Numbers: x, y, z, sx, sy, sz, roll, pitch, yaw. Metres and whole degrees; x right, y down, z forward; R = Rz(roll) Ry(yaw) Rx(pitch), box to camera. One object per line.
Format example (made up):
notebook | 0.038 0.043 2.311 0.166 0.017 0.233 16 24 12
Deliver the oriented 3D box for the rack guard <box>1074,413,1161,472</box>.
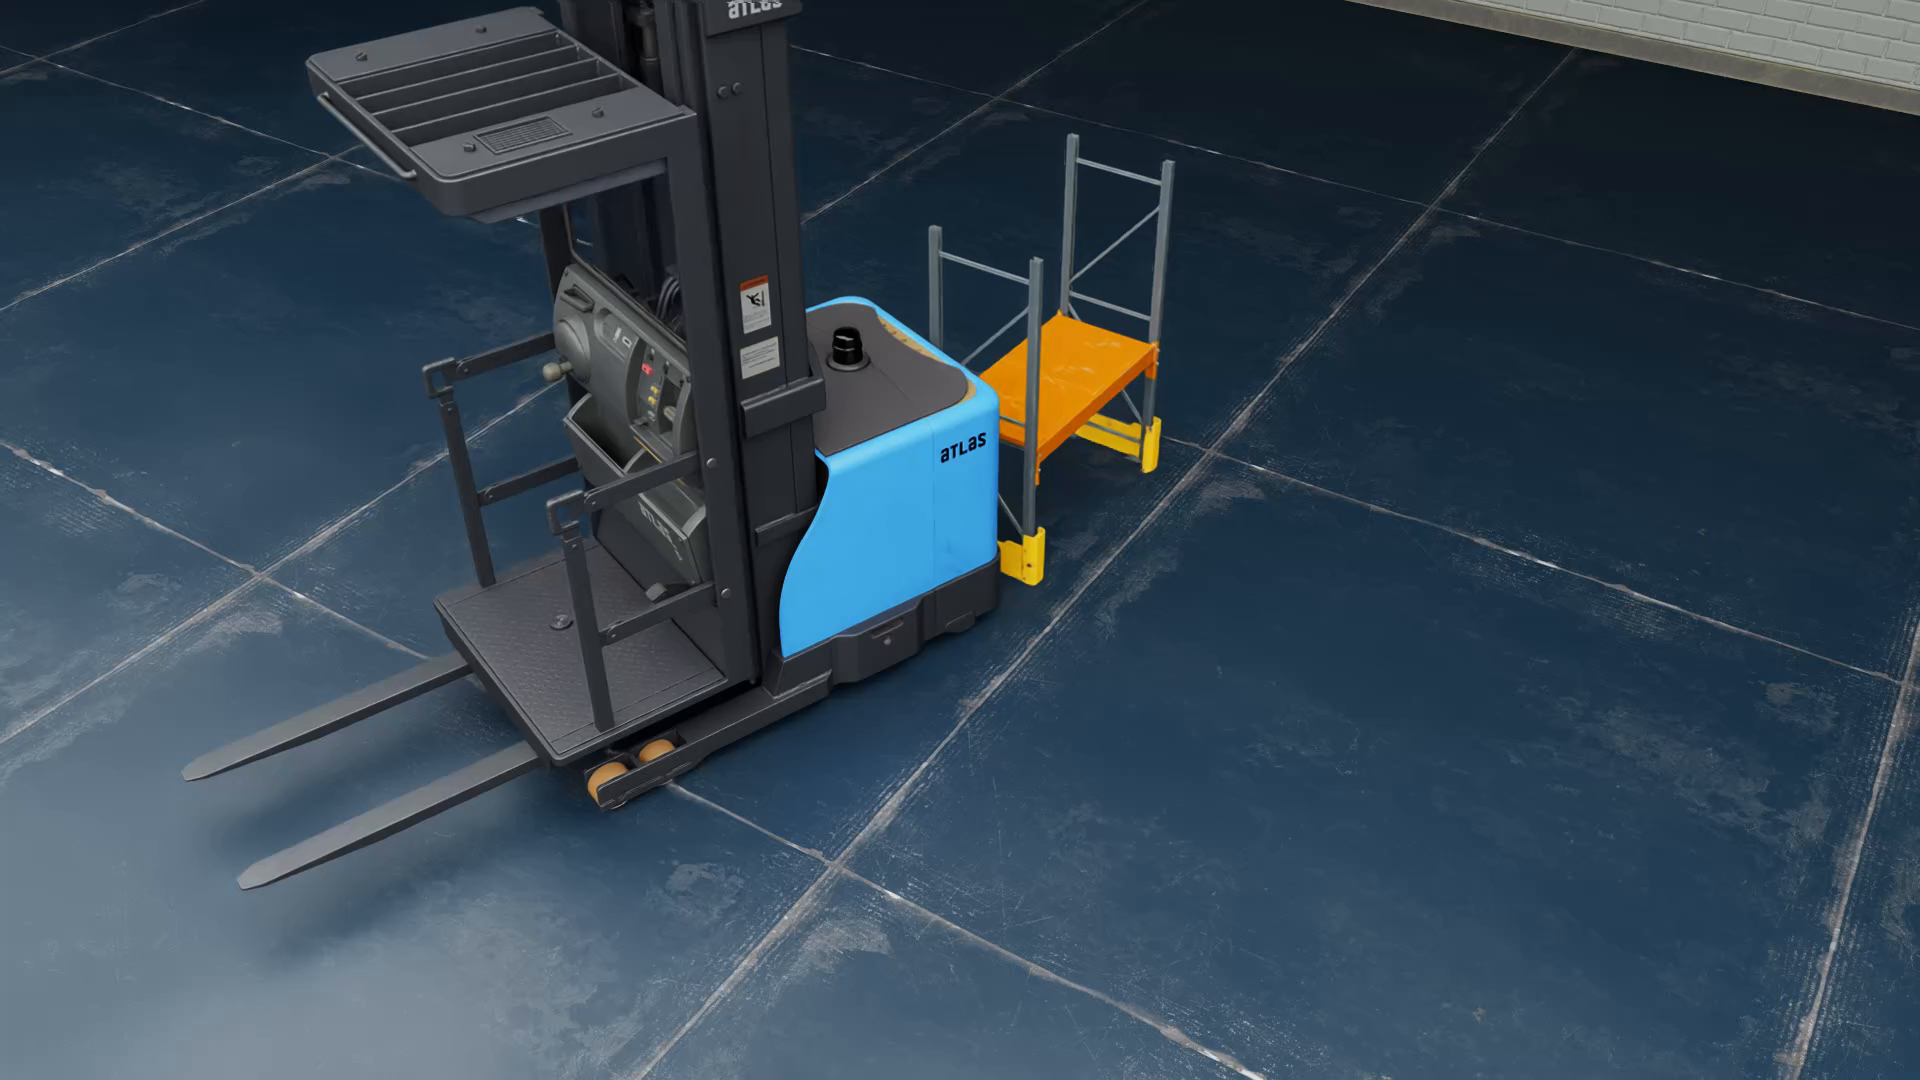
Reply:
rack guard | 0.655 -0.527 7.729 0.587 0.250 0.087 23 43 26

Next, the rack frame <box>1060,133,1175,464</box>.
rack frame | 0.666 -1.032 7.360 0.500 1.500 0.032 23 43 26

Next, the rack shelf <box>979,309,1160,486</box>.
rack shelf | 0.380 -0.633 7.137 0.538 0.185 1.000 23 43 26

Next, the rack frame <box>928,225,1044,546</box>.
rack frame | 0.094 -0.519 6.694 0.500 1.500 0.032 23 43 26

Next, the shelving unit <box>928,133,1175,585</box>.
shelving unit | 0.375 -0.771 7.021 0.587 1.500 1.083 23 43 26

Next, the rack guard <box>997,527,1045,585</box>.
rack guard | 0.095 -0.024 7.077 0.587 0.250 0.087 23 43 26

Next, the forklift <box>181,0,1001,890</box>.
forklift | -1.322 -0.561 5.577 3.031 2.935 1.130 -24 44 -28
